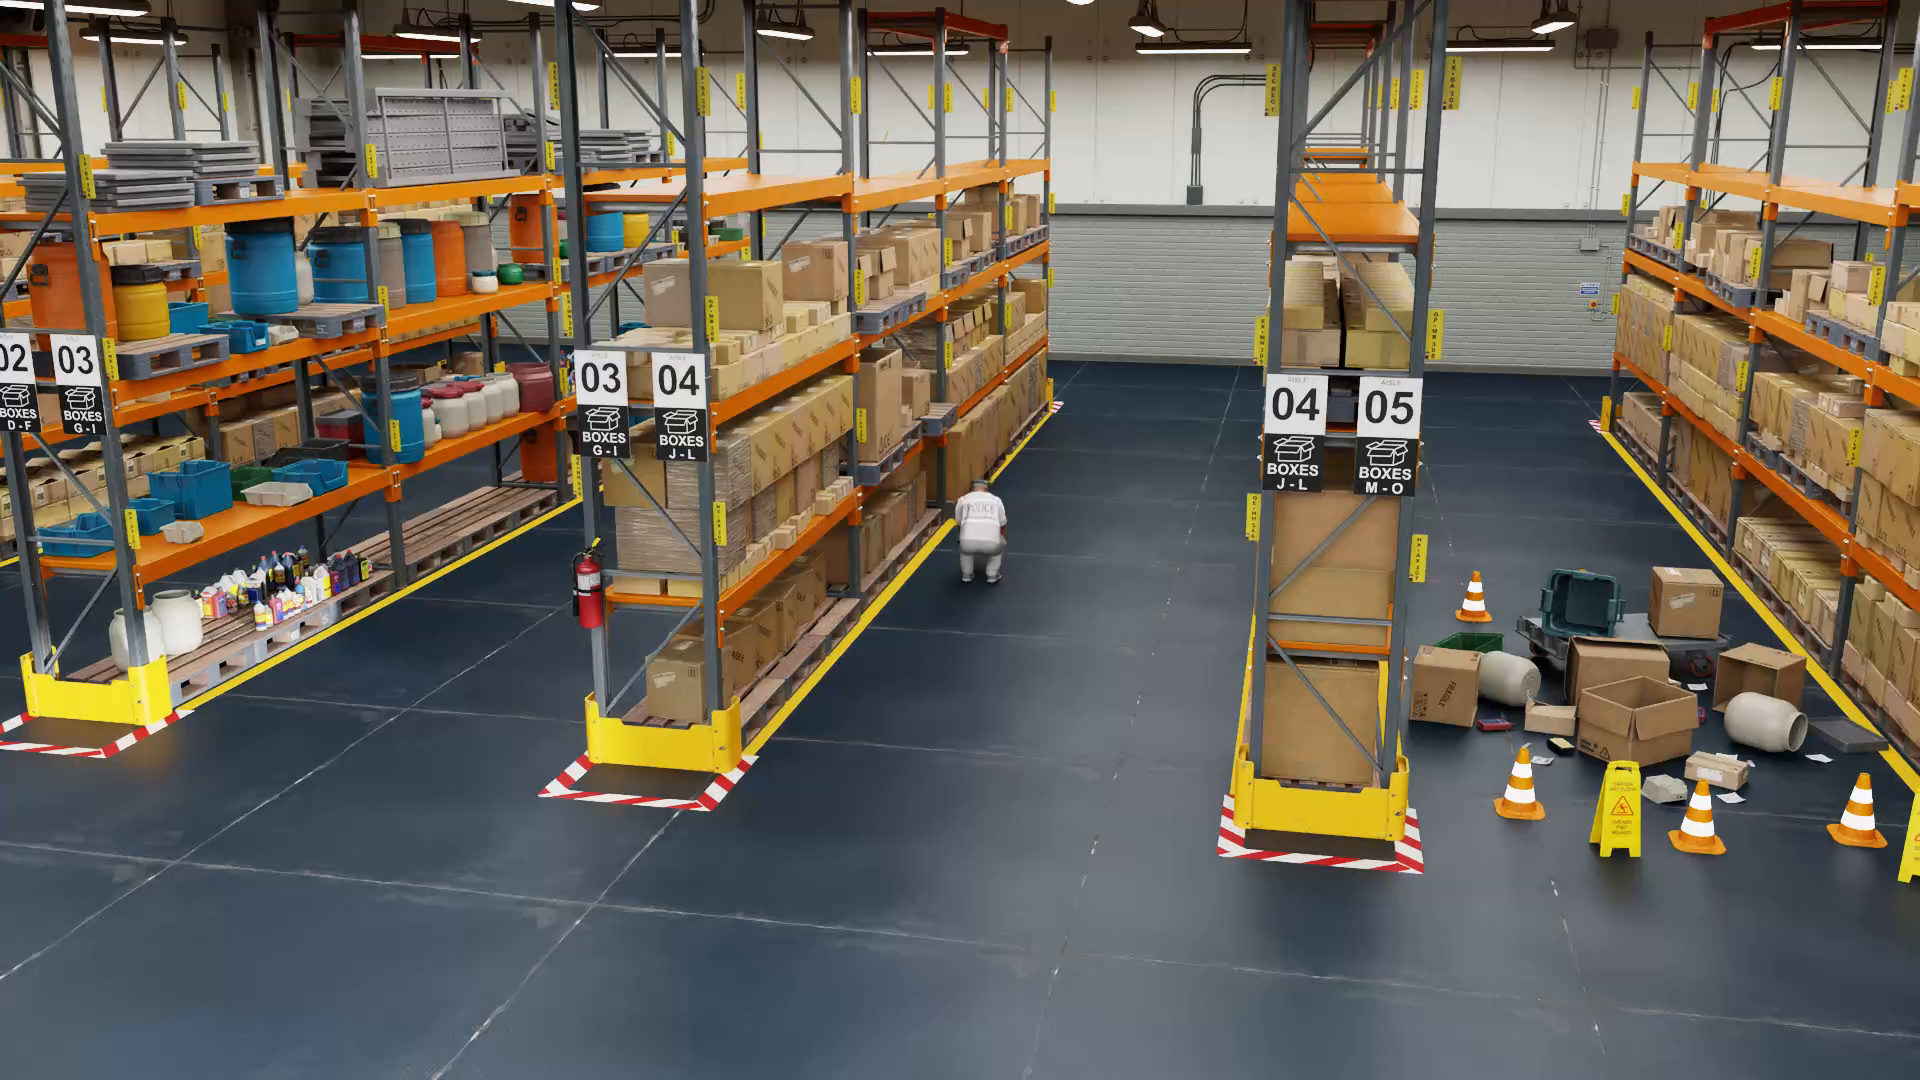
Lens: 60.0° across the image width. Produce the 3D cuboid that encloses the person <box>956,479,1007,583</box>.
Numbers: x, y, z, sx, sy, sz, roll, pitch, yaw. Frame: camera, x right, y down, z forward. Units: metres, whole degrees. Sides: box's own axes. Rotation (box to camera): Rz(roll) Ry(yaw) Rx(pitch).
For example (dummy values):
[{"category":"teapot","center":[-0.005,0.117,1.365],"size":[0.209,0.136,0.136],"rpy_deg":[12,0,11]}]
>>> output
[{"category":"person","center":[0.213,-0.097,17.841],"size":[0.569,1.020,0.911],"rpy_deg":[2,15,9]}]
